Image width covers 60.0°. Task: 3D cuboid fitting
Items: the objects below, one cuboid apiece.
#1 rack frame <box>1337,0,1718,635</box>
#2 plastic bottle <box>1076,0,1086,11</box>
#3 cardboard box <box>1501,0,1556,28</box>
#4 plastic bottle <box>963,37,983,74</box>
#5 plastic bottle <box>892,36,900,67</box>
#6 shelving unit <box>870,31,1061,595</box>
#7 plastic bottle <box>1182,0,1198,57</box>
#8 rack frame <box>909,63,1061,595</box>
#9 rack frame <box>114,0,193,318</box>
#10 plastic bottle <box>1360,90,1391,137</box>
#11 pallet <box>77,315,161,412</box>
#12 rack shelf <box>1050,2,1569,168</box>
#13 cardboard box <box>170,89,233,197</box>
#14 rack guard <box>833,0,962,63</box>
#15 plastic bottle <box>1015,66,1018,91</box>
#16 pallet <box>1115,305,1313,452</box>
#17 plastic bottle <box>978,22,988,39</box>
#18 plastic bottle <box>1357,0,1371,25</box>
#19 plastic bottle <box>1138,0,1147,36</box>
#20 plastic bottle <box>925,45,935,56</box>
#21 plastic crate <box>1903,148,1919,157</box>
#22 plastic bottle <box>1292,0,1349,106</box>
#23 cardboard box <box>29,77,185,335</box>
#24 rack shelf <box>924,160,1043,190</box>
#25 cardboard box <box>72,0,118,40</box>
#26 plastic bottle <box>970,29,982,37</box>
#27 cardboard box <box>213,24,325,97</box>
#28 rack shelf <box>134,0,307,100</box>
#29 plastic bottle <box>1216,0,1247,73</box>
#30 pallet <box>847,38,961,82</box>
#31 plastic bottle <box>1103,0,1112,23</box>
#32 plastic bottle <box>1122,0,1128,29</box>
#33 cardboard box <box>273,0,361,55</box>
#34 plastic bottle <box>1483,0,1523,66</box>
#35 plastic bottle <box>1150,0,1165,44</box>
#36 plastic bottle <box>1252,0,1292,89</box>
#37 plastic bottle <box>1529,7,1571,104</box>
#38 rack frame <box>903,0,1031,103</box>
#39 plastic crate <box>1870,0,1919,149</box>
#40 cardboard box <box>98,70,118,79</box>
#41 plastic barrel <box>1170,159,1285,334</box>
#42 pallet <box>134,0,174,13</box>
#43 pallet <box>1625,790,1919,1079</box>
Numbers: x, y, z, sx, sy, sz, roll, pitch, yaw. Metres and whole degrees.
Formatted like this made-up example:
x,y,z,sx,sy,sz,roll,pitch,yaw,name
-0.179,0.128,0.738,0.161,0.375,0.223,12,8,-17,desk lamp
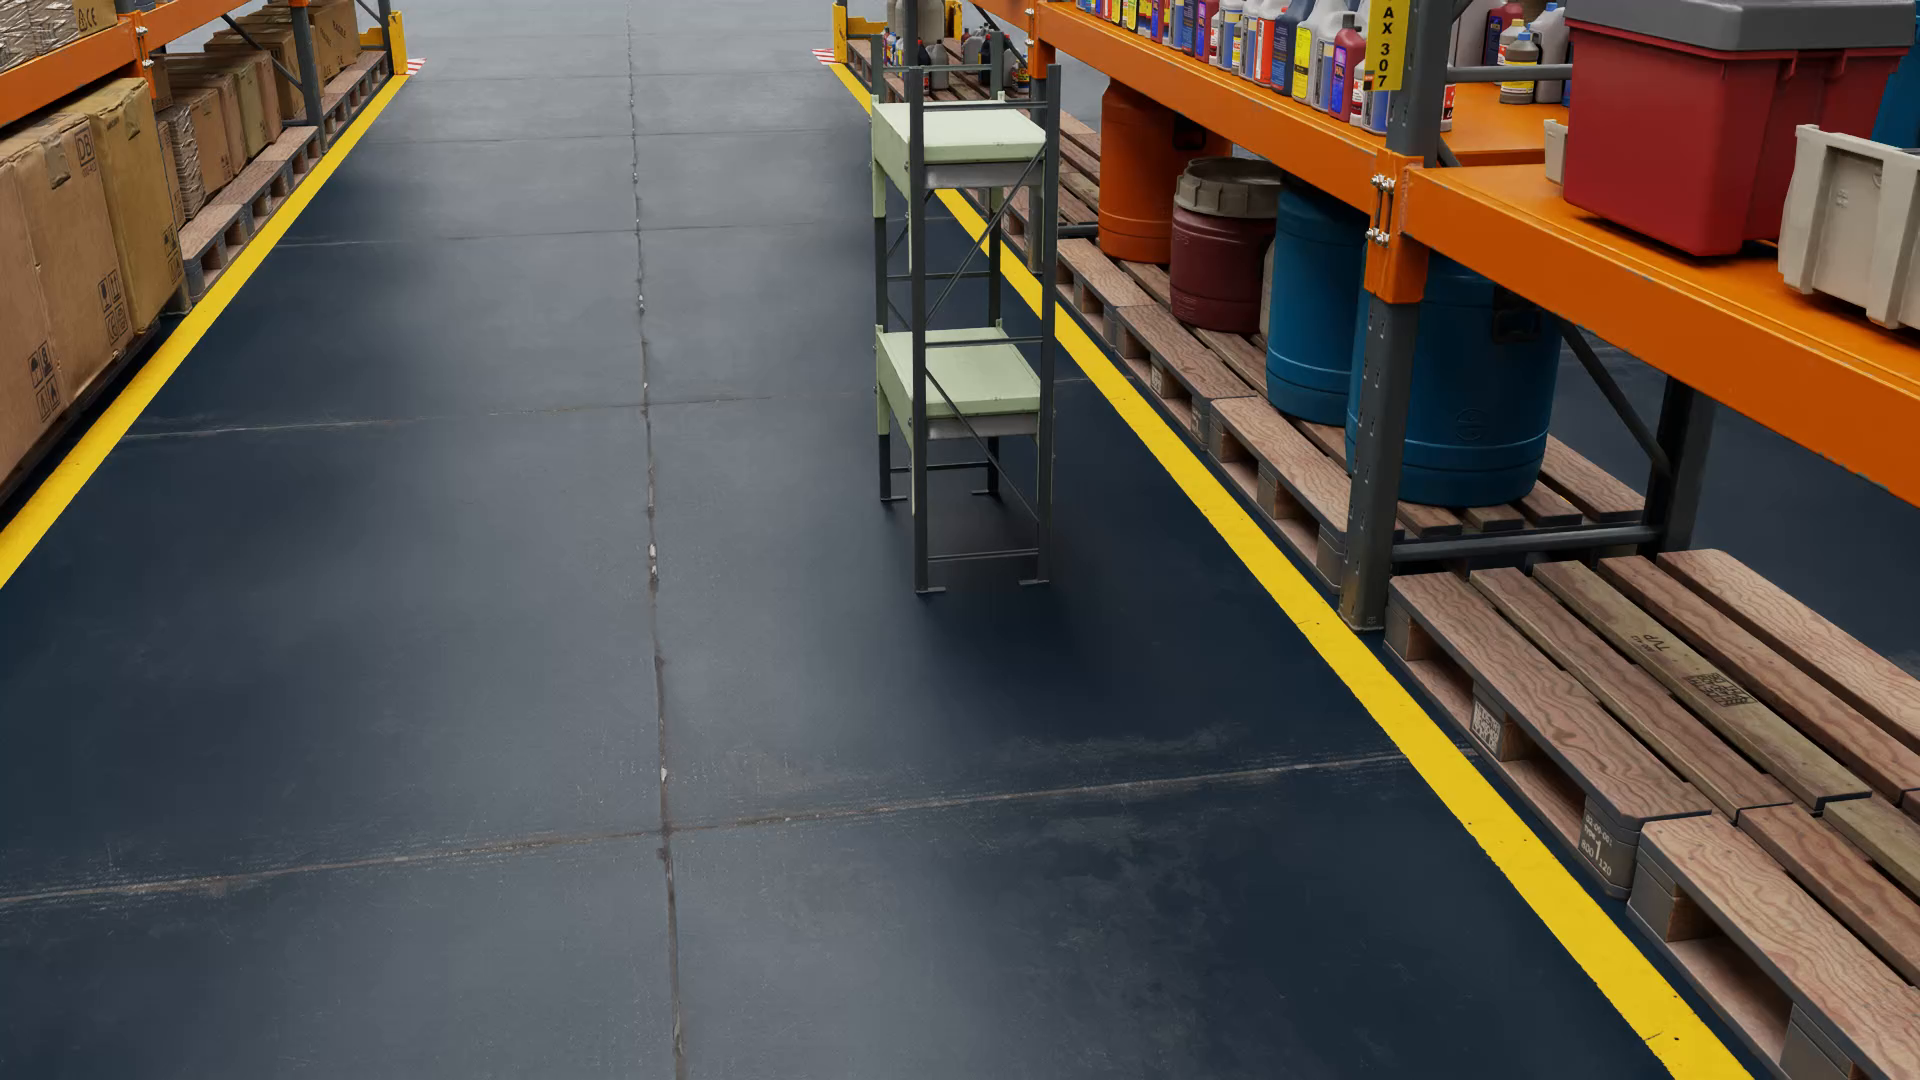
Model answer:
x,y,z,sx,sy,sz,roll,pitch,yaw,name
1.581,-1.171,4.184,1.000,3.000,0.127,-4,24,-10,rack frame
0.604,-2.494,7.367,0.152,0.276,0.135,-4,24,-10,plastic bottle
4.589,-4.323,13.374,0.500,0.500,0.500,-4,24,-10,cardboard box
0.106,-3.840,13.148,0.152,0.276,0.135,-4,24,-10,plastic bottle
-0.490,-3.853,13.182,0.097,0.271,0.097,0,24,0,plastic bottle
-0.001,-0.690,4.956,0.431,1.500,0.755,-4,24,-10,shelving unit
0.886,-1.919,5.958,0.144,0.351,0.185,-4,24,-10,plastic bottle
0.066,-0.546,4.626,0.400,1.500,0.023,-4,24,-10,rack frame
-4.026,-2.378,6.947,1.000,3.000,0.127,-4,24,-10,rack frame
1.190,-1.246,4.509,0.152,0.276,0.135,-4,24,-10,plastic bottle
-3.955,-0.784,6.782,1.003,0.211,1.213,-4,24,-10,pallet
1.211,-1.718,6.090,0.919,0.124,3.809,-4,24,-10,rack shelf
-4.397,-2.136,8.966,0.700,0.500,0.500,-2,24,-5,cardboard box
-0.578,-4.719,15.431,1.175,0.500,0.348,-4,24,-10,rack guard
0.455,-3.435,12.314,0.097,0.201,0.097,0,24,0,plastic bottle
1.250,-0.681,6.545,1.003,0.211,1.213,-4,24,-10,pallet
0.212,-3.968,13.349,0.144,0.351,0.185,-3,24,-8,plastic bottle
1.231,-1.497,4.991,0.144,0.351,0.185,-4,24,-10,plastic bottle
0.751,-2.119,6.514,0.097,0.271,0.097,0,24,0,plastic bottle
-0.195,-3.600,12.598,0.152,0.276,0.135,-4,24,-10,plastic bottle
6.597,-1.958,5.624,10.364,0.629,4.185,-4,24,-10,plastic crate
1.089,-1.486,4.966,0.144,0.351,0.185,-4,24,-10,plastic bottle
-3.919,-1.324,6.663,1.225,0.875,0.875,-5,24,-12,cardboard box
-0.001,-1.113,4.771,0.332,0.071,0.664,-4,24,-10,rack shelf
-3.691,-2.248,6.525,0.500,0.500,0.500,-4,24,-8,cardboard box
0.152,-4.054,13.637,0.152,0.276,0.135,-4,24,-9,plastic bottle
-4.914,-3.383,11.847,0.500,0.500,0.500,3,24,7,cardboard box
-4.396,-2.835,8.892,1.077,0.370,4.000,-4,24,-10,rack shelf
0.962,-1.732,5.622,0.152,0.276,0.135,-4,24,-10,plastic bottle
-0.433,-4.267,14.756,1.003,0.211,1.213,-4,24,-10,pallet
0.689,-2.312,6.950,0.152,0.276,0.135,-4,24,-10,plastic bottle
0.708,-2.177,6.736,0.097,0.201,0.097,0,24,0,plastic bottle
-5.407,-4.325,14.003,0.500,0.500,0.500,0,24,0,cardboard box
1.768,-1.643,5.410,0.061,0.283,0.133,-4,24,-10,plastic bottle
0.772,-2.039,6.317,0.061,0.283,0.133,-4,24,-10,plastic bottle
1.030,-1.588,5.292,0.152,0.276,0.135,-4,24,-10,plastic bottle
1.802,-1.469,5.020,0.152,0.276,0.135,-4,24,-10,plastic bottle
0.102,-4.318,11.389,1.000,3.000,0.127,-4,24,-10,rack frame
2.002,-1.033,3.813,0.392,0.384,0.575,-4,24,-10,plastic crate
-4.180,-2.039,7.808,0.500,0.250,0.500,-3,24,-8,cardboard box
1.157,-1.197,6.730,0.600,0.588,0.708,-4,24,-10,plastic barrel
-4.263,-2.563,7.609,1.213,0.211,1.003,-4,24,-10,pallet
1.984,0.874,2.985,1.003,0.211,1.213,-4,24,-10,pallet
